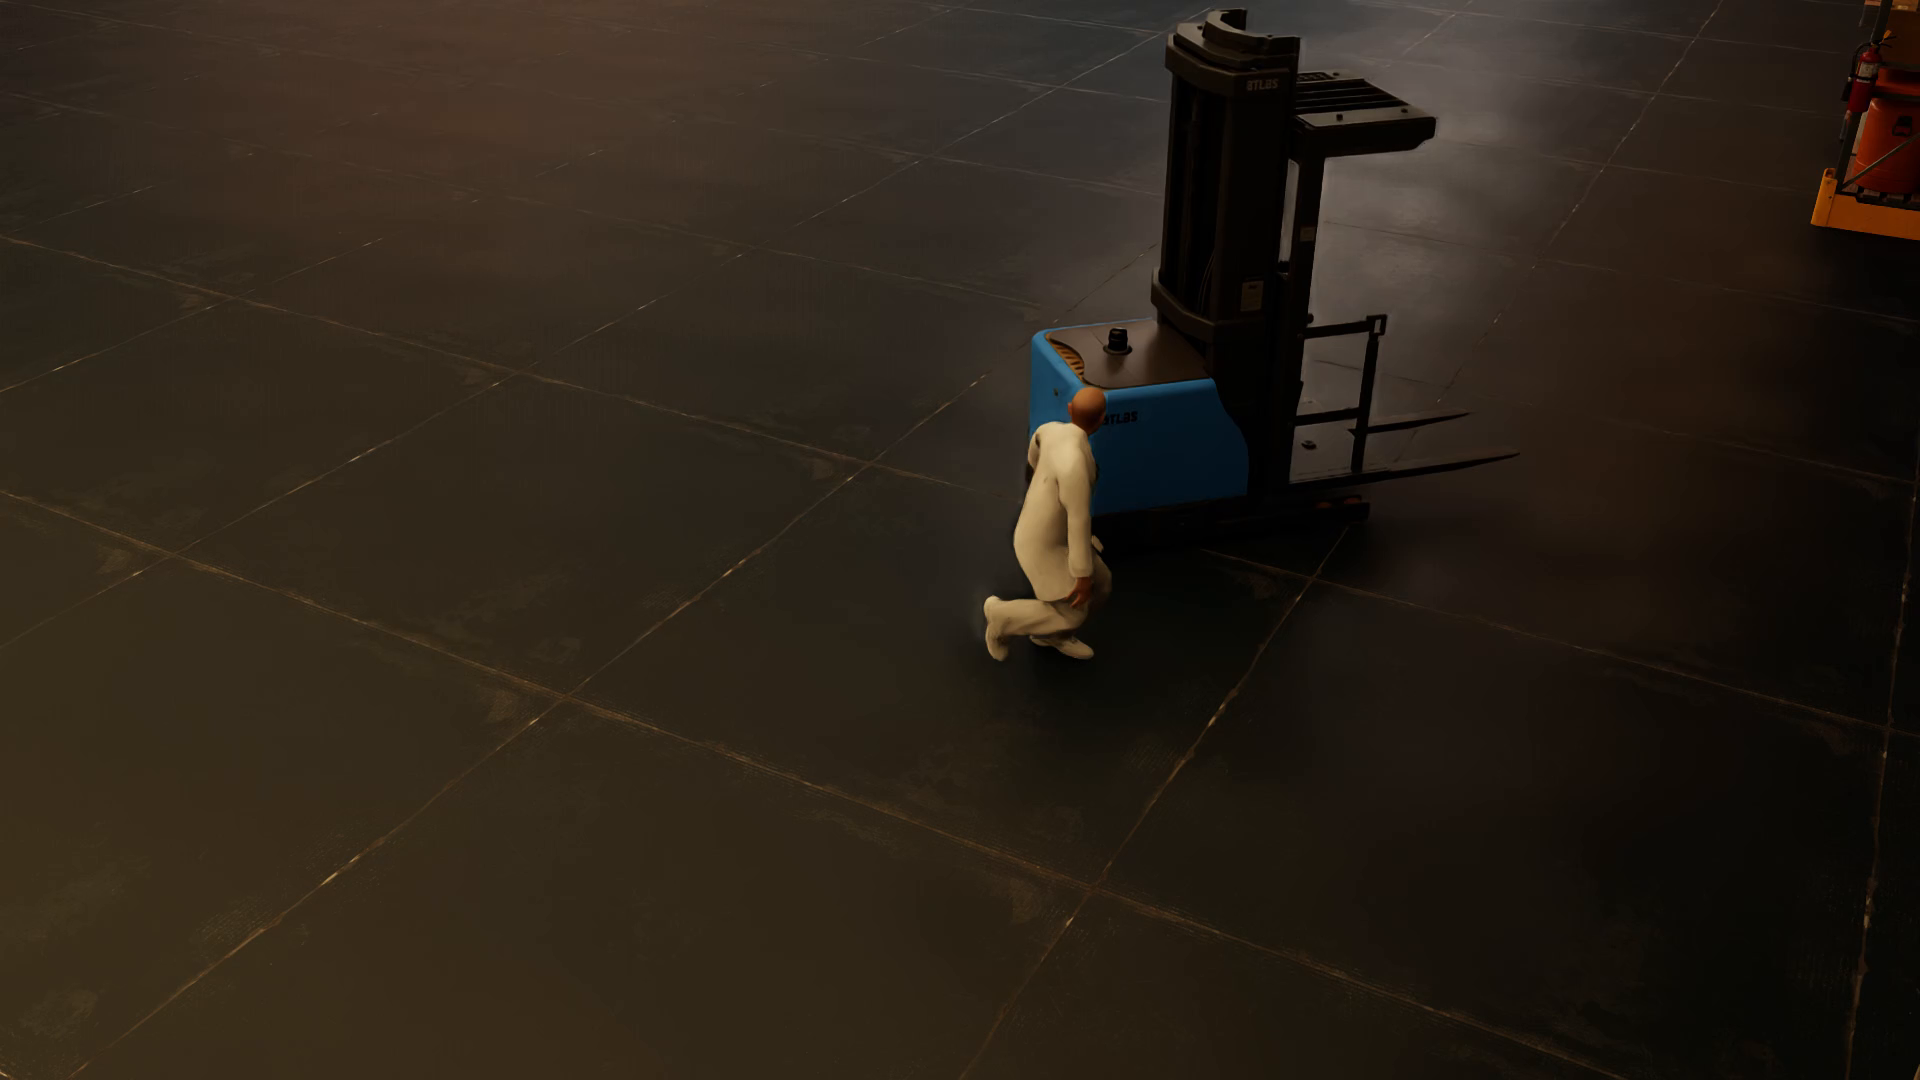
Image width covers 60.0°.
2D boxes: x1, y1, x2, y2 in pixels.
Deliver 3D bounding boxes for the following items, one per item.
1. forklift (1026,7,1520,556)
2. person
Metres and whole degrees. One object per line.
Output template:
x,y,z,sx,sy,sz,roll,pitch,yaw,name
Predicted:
1.994,-1.579,9.806,3.031,2.935,1.130,-8,31,-14,forklift
0.459,-0.045,8.554,0.669,1.573,0.877,5,30,8,person
